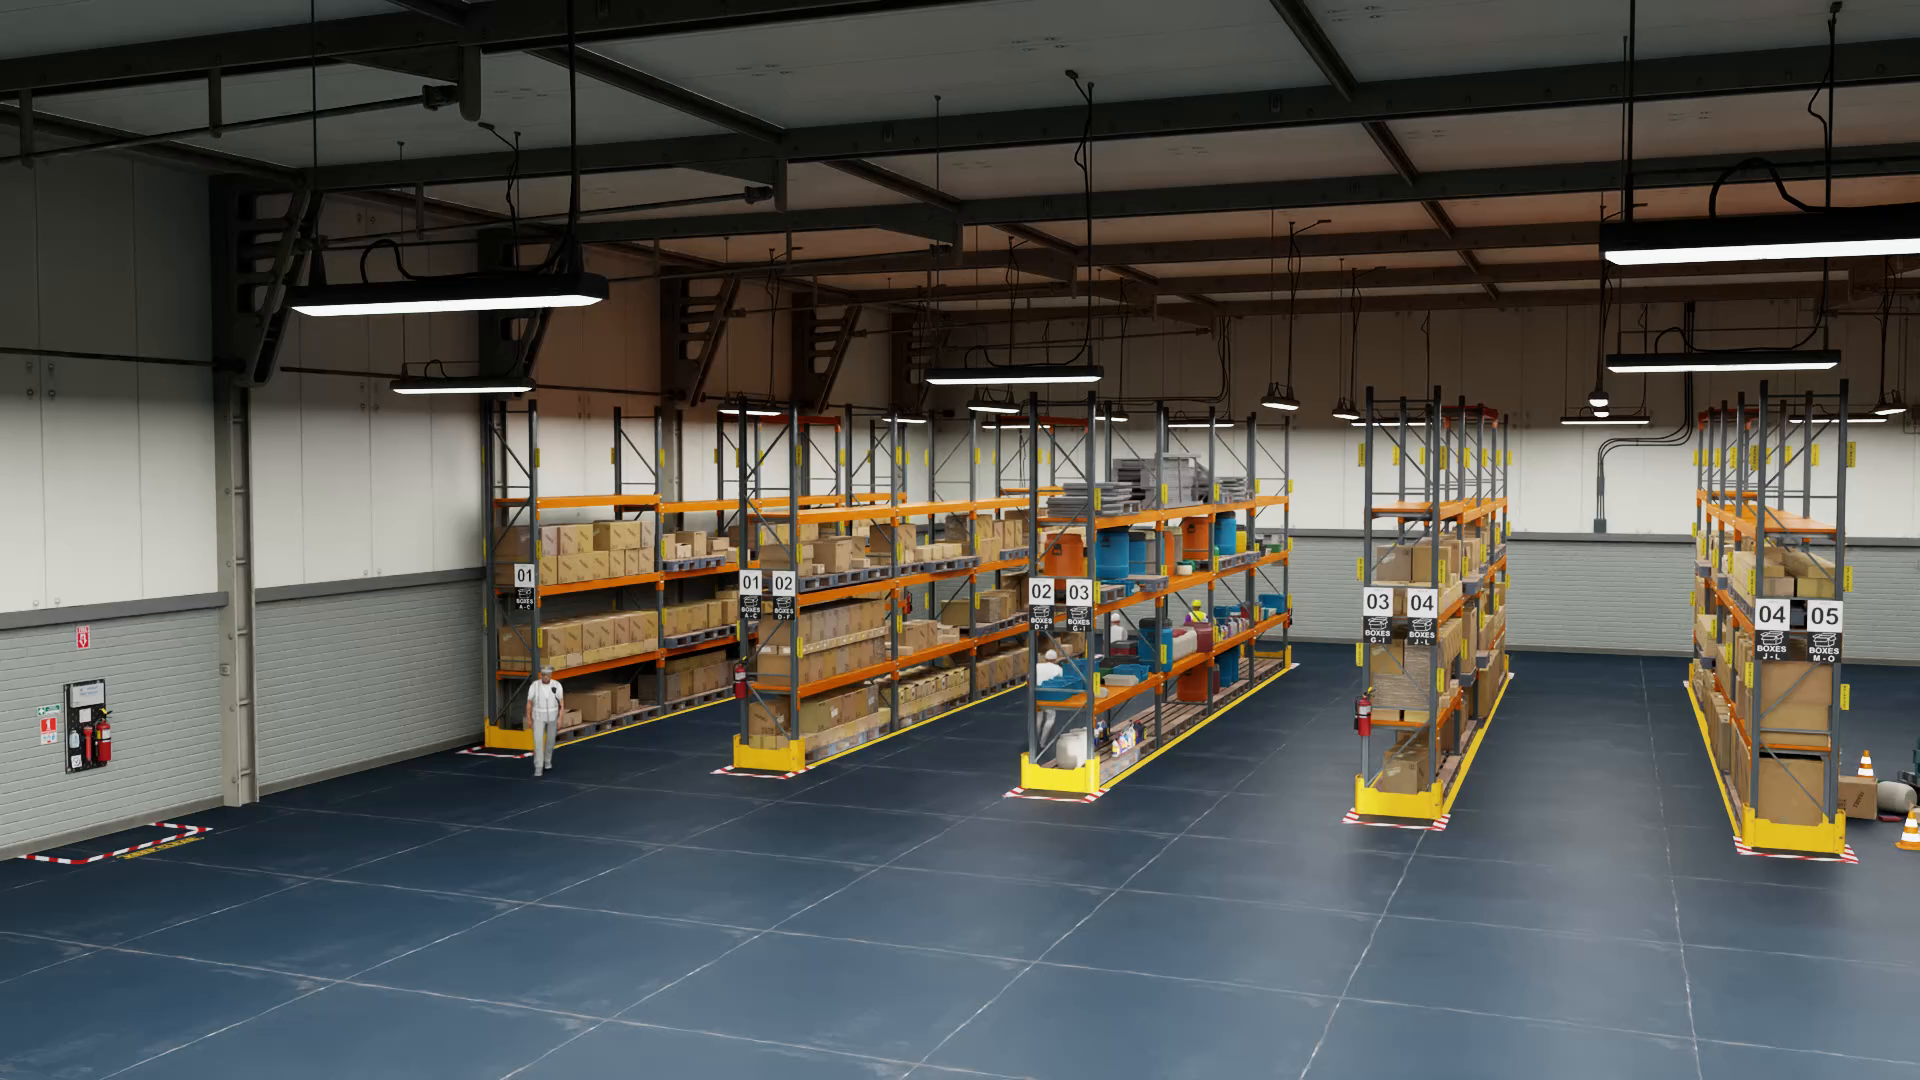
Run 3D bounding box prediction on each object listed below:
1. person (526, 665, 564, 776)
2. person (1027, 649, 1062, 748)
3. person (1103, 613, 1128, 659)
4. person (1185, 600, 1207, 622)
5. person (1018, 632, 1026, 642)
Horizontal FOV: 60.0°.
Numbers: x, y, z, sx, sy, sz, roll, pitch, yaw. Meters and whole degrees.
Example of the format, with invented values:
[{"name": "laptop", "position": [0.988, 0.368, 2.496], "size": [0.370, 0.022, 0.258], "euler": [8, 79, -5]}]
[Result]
[{"name": "person", "position": [-6.559, 2.824, 26.325], "size": [0.568, 1.701, 0.990], "euler": [-1, 3, -26]}, {"name": "person", "position": [1.512, 2.748, 29.004], "size": [0.688, 1.661, 0.772], "euler": [1, 3, 23]}, {"name": "person", "position": [3.229, 2.415, 34.451], "size": [0.575, 1.790, 0.530], "euler": [1, 3, 22]}, {"name": "person", "position": [5.382, 2.251, 37.989], "size": [0.612, 1.774, 0.398], "euler": [-1, 3, -11]}, {"name": "person", "position": [1.617, 2.092, 43.197], "size": [0.584, 1.569, 0.740], "euler": [2, 3, 32]}]
